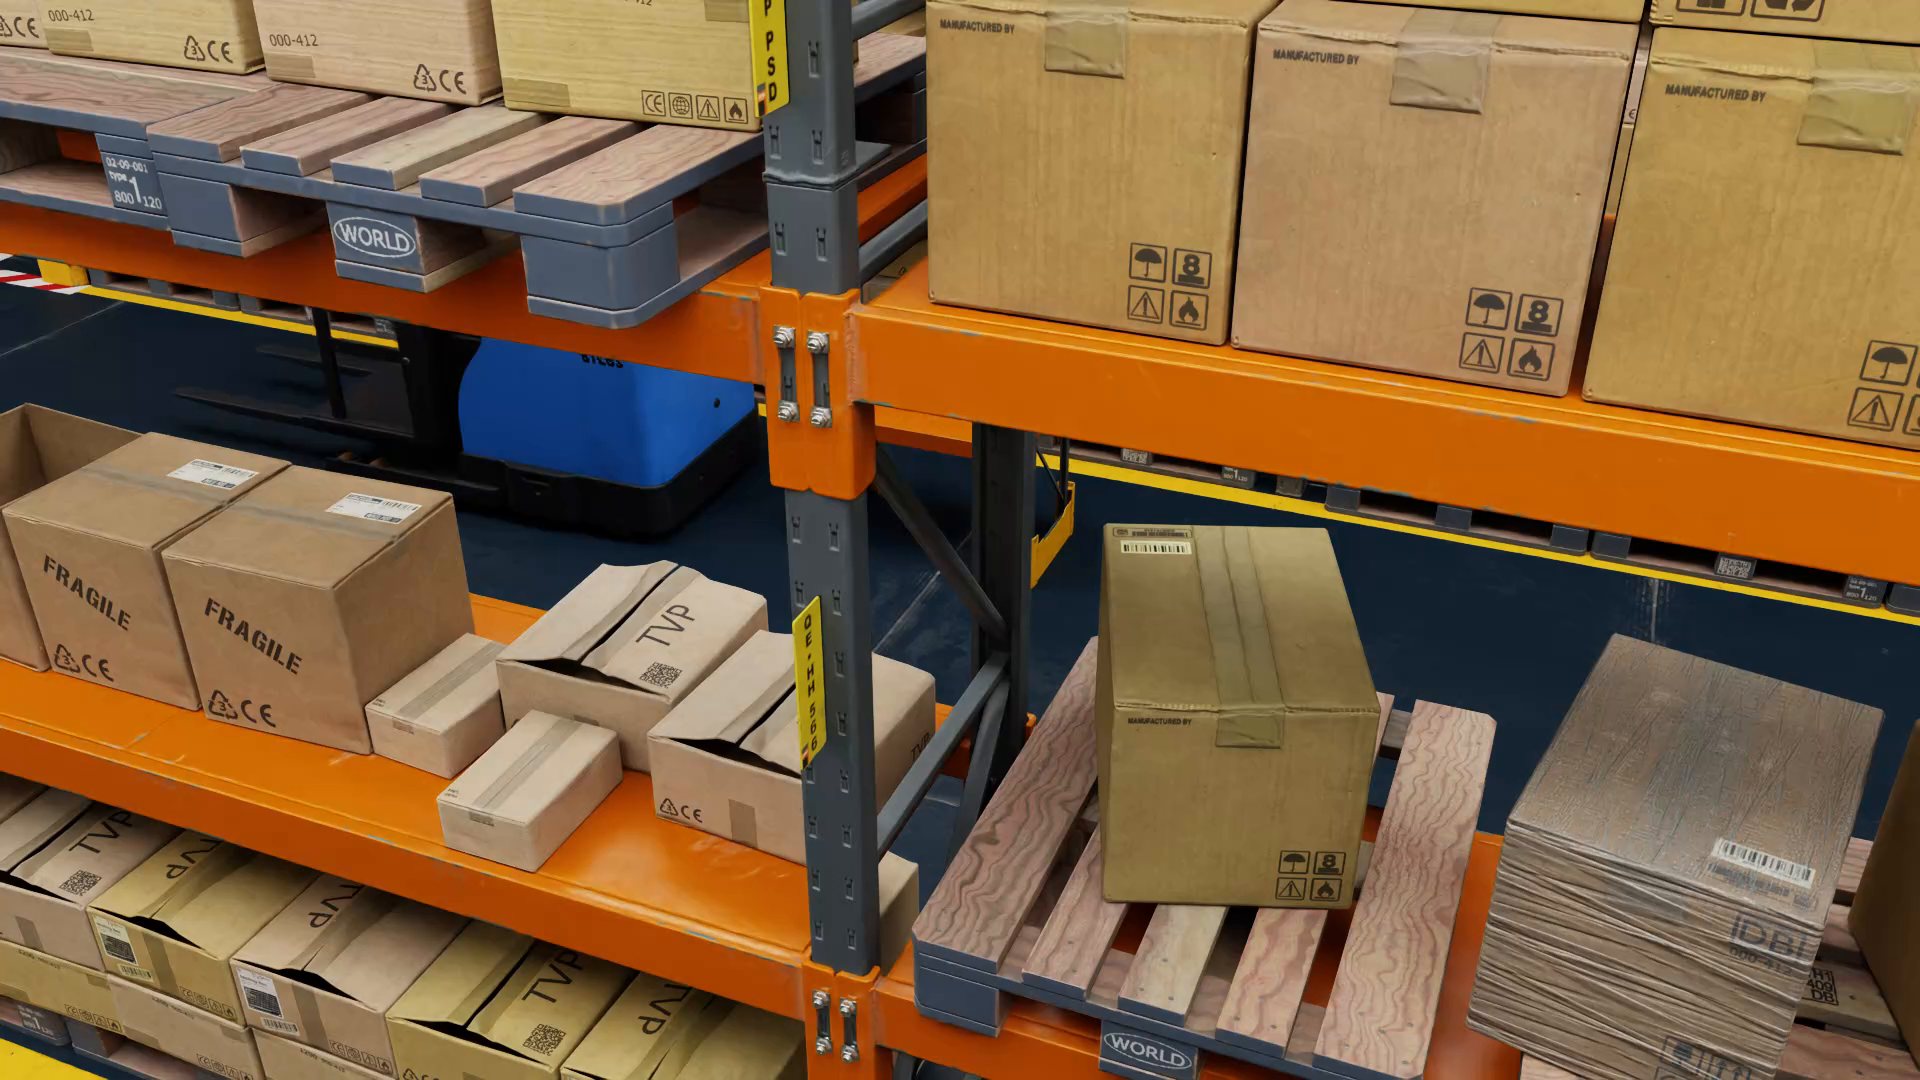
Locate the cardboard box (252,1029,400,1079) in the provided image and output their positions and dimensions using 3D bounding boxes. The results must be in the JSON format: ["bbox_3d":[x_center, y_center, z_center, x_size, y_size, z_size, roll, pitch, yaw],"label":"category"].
[{"bbox_3d":[-1.593,1.356,4.671,0.500,0.250,0.500,12,32,20],"label":"cardboard box"}]

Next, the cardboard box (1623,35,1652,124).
[{"bbox_3d":[2.611,-1.951,6.967,0.500,0.250,0.500,11,31,18],"label":"cardboard box"}]

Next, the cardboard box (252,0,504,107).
[{"bbox_3d":[-1.004,-1.055,3.245,0.500,0.250,0.500,12,32,20],"label":"cardboard box"}]

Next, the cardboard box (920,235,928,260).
[{"bbox_3d":[0.119,-1.510,8.704,0.500,0.250,0.500,11,31,19],"label":"cardboard box"}]

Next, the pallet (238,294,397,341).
[{"bbox_3d":[-3.687,-1.603,10.371,1.213,0.211,1.003,11,31,19],"label":"pallet"}]

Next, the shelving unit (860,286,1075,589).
[{"bbox_3d":[-0.071,-0.667,7.406,1.083,1.500,0.587,11,31,19],"label":"shelving unit"}]

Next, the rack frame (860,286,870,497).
[{"bbox_3d":[-0.550,-0.763,7.575,0.032,1.500,0.500,11,31,19],"label":"rack frame"}]

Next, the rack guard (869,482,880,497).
[{"bbox_3d":[-0.532,-0.215,7.876,0.087,0.250,0.587,11,31,19],"label":"rack guard"}]

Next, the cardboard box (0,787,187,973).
[{"bbox_3d":[-2.545,0.926,4.861,0.500,0.311,0.500,10,31,17],"label":"cardboard box"}]

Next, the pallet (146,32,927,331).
[{"bbox_3d":[-0.732,-0.793,3.248,1.003,0.211,1.213,13,32,21],"label":"pallet"}]

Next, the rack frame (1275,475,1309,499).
[{"bbox_3d":[1.789,-1.744,7.786,0.127,3.000,1.000,11,31,19],"label":"rack frame"}]

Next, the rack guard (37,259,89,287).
[{"bbox_3d":[-5.553,-2.121,10.995,0.348,0.500,1.175,11,31,19],"label":"rack guard"}]

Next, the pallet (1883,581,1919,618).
[{"bbox_3d":[4.752,0.102,7.355,1.213,0.211,1.003,11,31,19],"label":"pallet"}]

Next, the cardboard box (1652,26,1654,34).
[{"bbox_3d":[3.260,-2.092,7.217,0.500,0.250,0.500,10,31,18],"label":"cardboard box"}]

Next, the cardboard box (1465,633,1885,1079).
[{"bbox_3d":[1.332,0.611,3.093,0.500,0.500,0.700,18,34,28],"label":"cardboard box"}]

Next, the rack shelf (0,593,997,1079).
[{"bbox_3d":[-1.923,0.459,4.621,4.000,0.370,1.077,11,31,19],"label":"rack shelf"}]

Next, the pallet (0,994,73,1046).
[{"bbox_3d":[-3.079,1.108,5.575,1.213,0.211,1.003,11,31,19],"label":"pallet"}]

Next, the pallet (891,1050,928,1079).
[{"bbox_3d":[-0.818,1.560,4.776,1.213,0.211,1.003,11,31,19],"label":"pallet"}]

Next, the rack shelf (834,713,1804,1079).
[{"bbox_3d":[1.783,1.199,3.312,4.000,0.370,1.077,11,31,19],"label":"rack shelf"}]

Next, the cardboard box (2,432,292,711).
[{"bbox_3d":[-2.119,0.072,4.473,0.500,0.500,0.500,11,31,19],"label":"cardboard box"}]

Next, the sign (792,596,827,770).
[{"bbox_3d":[-0.275,0.265,3.055,0.005,0.325,0.100,11,31,19],"label":"sign"}]

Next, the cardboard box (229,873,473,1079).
[{"bbox_3d":[-1.598,1.113,4.529,0.500,0.311,0.500,11,31,19],"label":"cardboard box"}]

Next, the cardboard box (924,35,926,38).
[{"bbox_3d":[0.187,-2.281,8.189,0.500,0.500,0.700,11,31,19],"label":"cardboard box"}]

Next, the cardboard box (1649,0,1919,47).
[{"bbox_3d":[1.277,-0.997,2.299,0.500,0.500,0.500,11,31,19],"label":"cardboard box"}]

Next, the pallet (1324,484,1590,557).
[{"bbox_3d":[2.491,-0.349,8.154,1.213,0.211,1.003,11,31,19],"label":"pallet"}]

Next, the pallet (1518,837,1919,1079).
[{"bbox_3d":[1.734,0.957,3.204,1.213,0.211,1.003,11,31,19],"label":"pallet"}]

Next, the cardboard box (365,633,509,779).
[{"bbox_3d":[-1.273,0.415,4.223,0.250,0.149,0.380,14,32,23],"label":"cardboard box"}]

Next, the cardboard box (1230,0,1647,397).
[{"bbox_3d":[0.820,-0.674,2.744,0.500,0.500,0.910,11,31,19],"label":"cardboard box"}]

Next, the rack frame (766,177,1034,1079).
[{"bbox_3d":[-0.070,0.516,3.789,0.127,3.000,1.000,11,31,19],"label":"rack frame"}]

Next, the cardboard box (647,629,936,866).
[{"bbox_3d":[-0.390,0.467,3.965,0.500,0.311,0.500,13,32,22],"label":"cardboard box"}]

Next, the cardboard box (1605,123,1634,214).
[{"bbox_3d":[2.625,-1.618,7.139,0.500,0.500,0.500,12,32,21],"label":"cardboard box"}]

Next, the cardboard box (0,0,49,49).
[{"bbox_3d":[-2.028,-1.266,3.619,0.500,0.250,0.500,9,31,15],"label":"cardboard box"}]

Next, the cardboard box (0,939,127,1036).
[{"bbox_3d":[-2.542,1.167,5.004,0.500,0.250,0.500,10,31,18],"label":"cardboard box"}]

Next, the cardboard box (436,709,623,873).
[{"bbox_3d":[-1.007,0.585,3.922,0.250,0.149,0.380,11,31,19],"label":"cardboard box"}]

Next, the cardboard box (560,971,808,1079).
[{"bbox_3d":[-0.648,1.301,4.197,0.500,0.311,0.500,12,32,20],"label":"cardboard box"}]

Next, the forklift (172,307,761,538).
[{"bbox_3d":[-2.577,-1.734,7.839,3.031,2.935,1.130,11,31,18],"label":"forklift"}]
